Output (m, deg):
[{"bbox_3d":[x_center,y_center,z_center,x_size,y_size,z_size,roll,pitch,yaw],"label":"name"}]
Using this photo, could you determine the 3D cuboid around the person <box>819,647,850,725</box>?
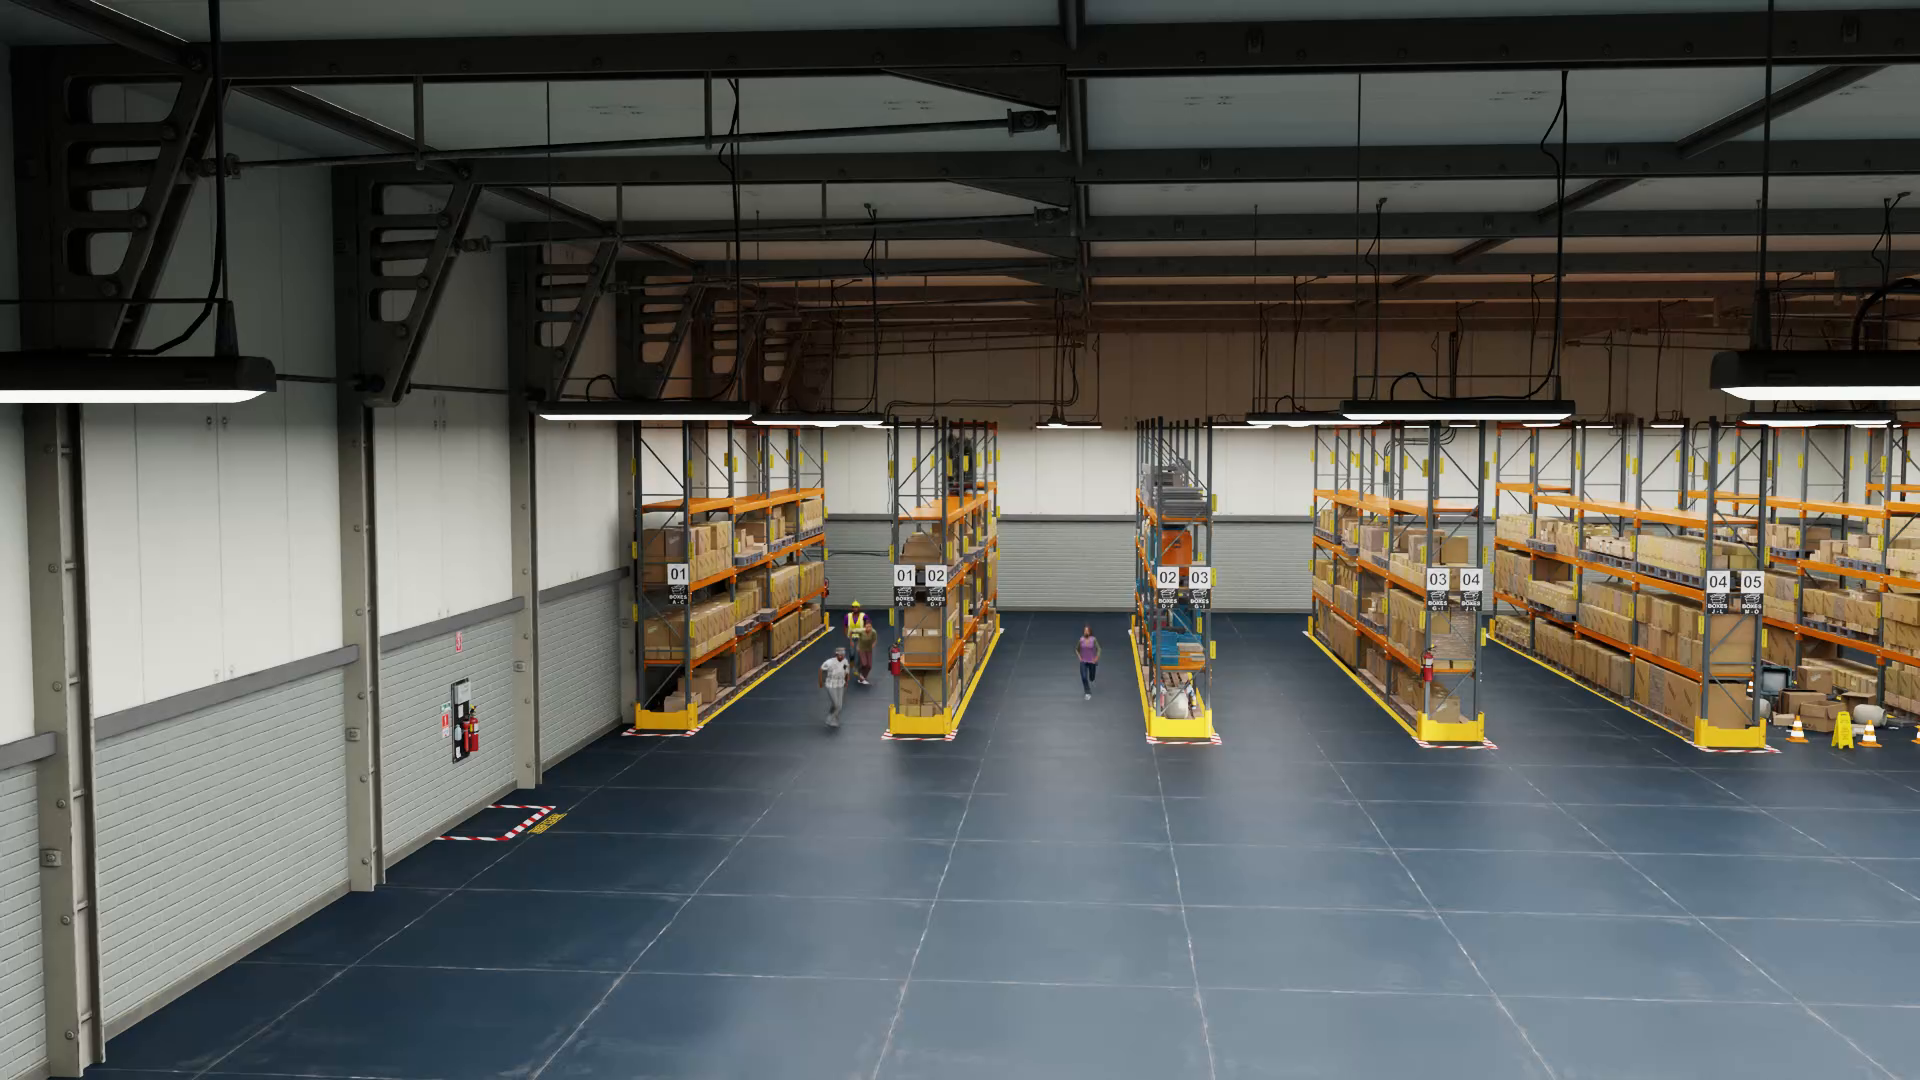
[{"bbox_3d":[-2.410,2.832,32.144,0.594,1.567,0.628,-2,4,-29],"label":"person"}]

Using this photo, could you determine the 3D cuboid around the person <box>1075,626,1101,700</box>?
[{"bbox_3d":[2.744,2.629,35.763,0.564,1.560,0.599,0,4,7],"label":"person"}]

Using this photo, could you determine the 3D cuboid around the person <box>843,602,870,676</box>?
[{"bbox_3d":[-2.421,2.310,39.151,0.691,1.734,0.630,0,4,2],"label":"person"}]

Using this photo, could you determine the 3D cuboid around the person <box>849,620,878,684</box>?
[{"bbox_3d":[-2.173,2.527,37.473,0.606,1.500,0.806,-1,4,-19],"label":"person"}]
